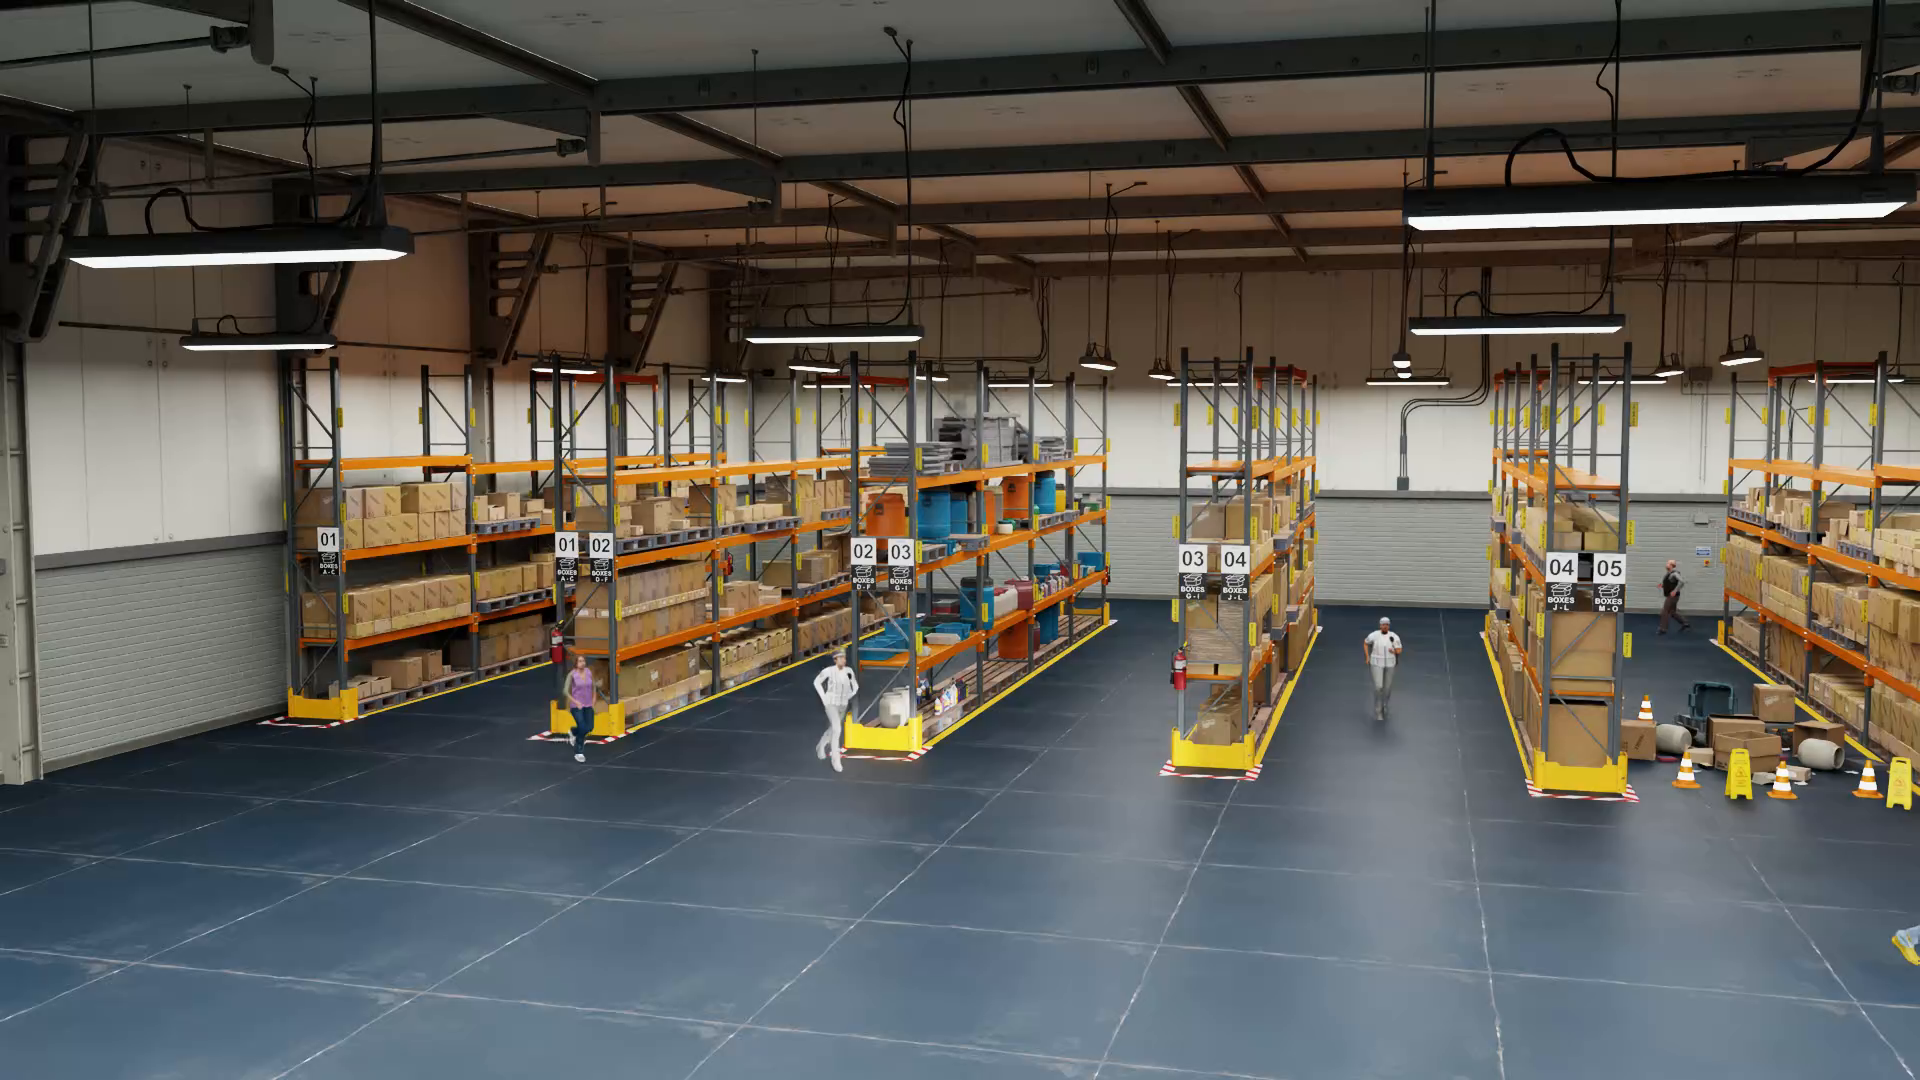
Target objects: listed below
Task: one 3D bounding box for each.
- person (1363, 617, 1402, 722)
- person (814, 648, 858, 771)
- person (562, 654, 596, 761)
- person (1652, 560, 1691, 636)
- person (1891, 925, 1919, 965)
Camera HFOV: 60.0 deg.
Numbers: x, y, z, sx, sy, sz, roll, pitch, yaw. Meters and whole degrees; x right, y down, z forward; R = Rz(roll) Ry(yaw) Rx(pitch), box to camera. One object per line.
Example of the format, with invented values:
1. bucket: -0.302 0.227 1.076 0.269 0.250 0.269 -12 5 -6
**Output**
1. person: 7.051 2.142 27.714 0.579 1.729 0.764 0 4 1
2. person: -1.775 2.398 23.971 0.614 1.731 0.795 -3 5 -37
3. person: -5.585 2.447 24.395 0.561 1.576 0.606 -4 6 -42
4. person: 16.390 1.334 38.247 0.850 1.755 0.676 1 4 14
5. person: 8.797 3.044 14.655 0.700 1.772 0.926 -4 6 -42
